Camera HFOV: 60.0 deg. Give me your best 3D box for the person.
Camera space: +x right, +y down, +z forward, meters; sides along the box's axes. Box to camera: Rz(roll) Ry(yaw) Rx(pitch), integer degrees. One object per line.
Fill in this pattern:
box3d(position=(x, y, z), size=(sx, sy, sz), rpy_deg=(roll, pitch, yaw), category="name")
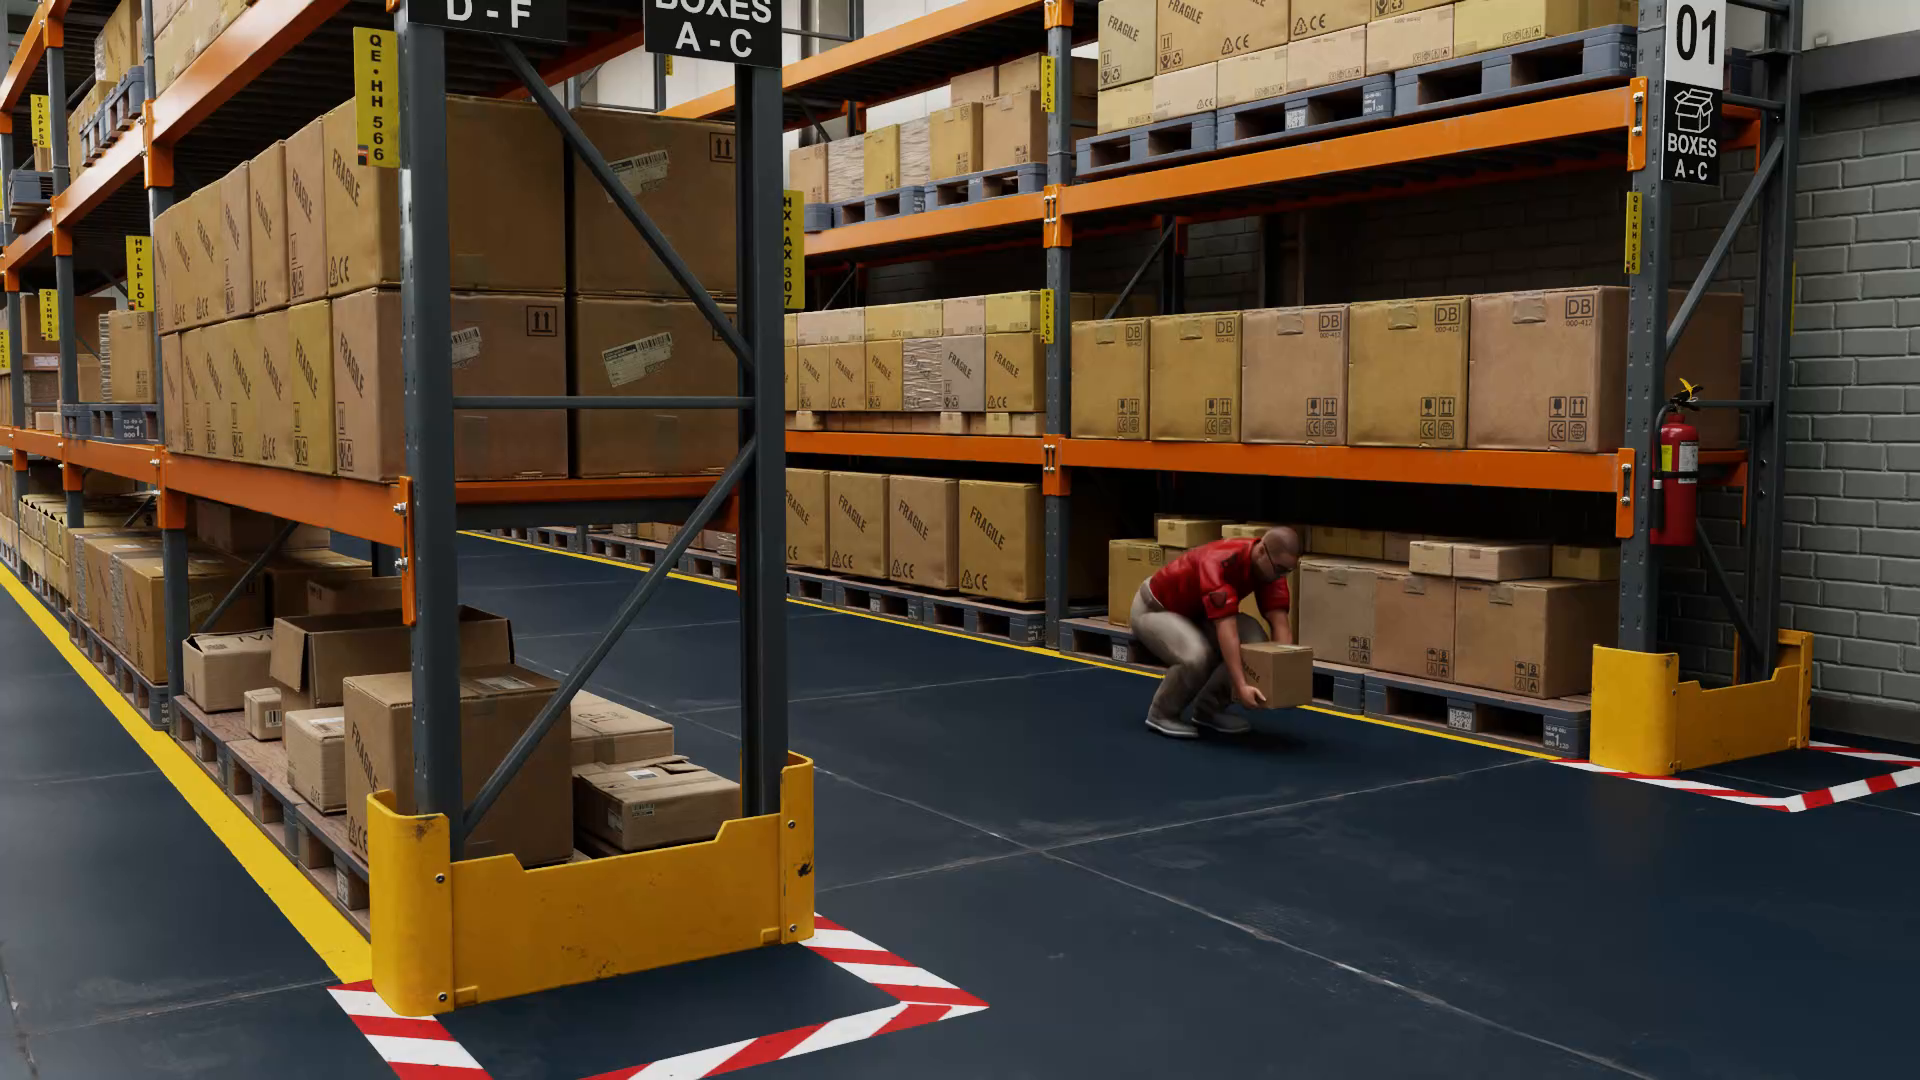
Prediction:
box3d(position=(1.175, 0.408, 7.557), size=(0.531, 0.984, 0.891), rpy_deg=(-3, 6, -35), category="person")
